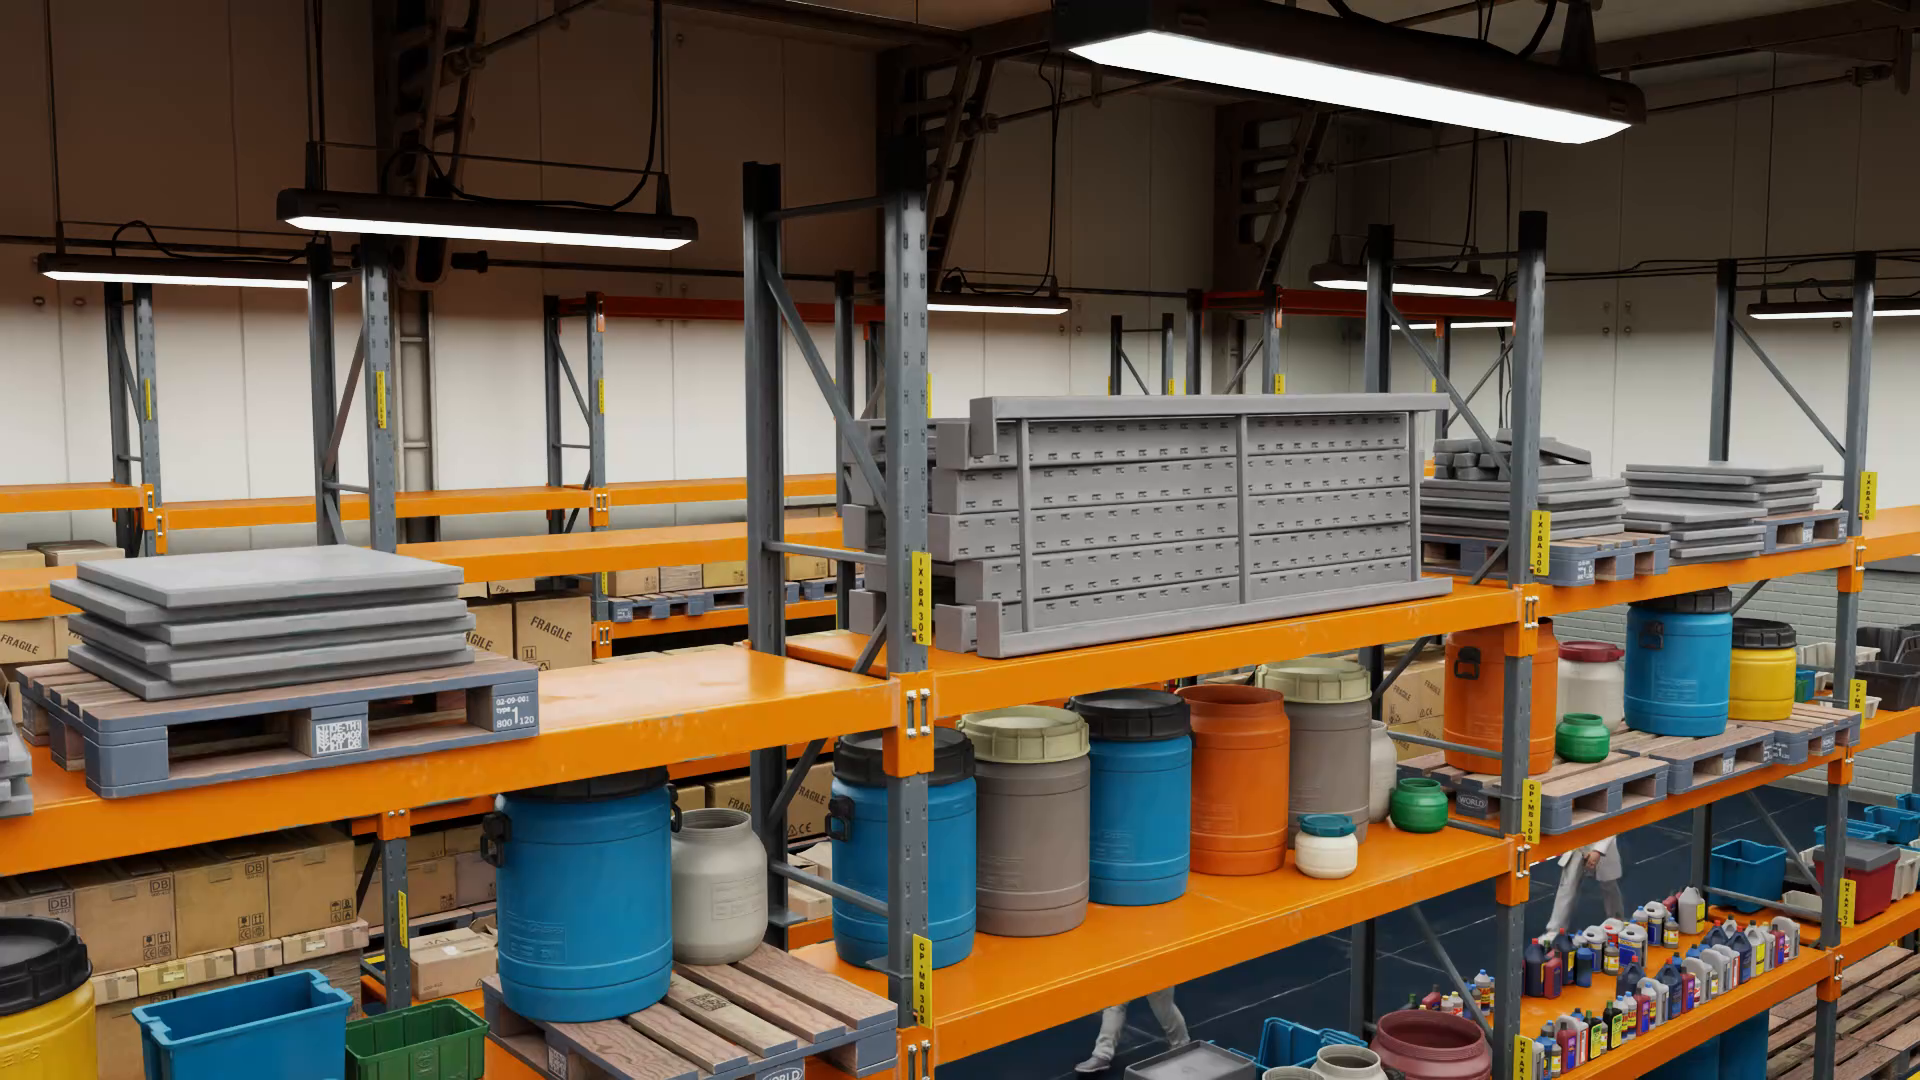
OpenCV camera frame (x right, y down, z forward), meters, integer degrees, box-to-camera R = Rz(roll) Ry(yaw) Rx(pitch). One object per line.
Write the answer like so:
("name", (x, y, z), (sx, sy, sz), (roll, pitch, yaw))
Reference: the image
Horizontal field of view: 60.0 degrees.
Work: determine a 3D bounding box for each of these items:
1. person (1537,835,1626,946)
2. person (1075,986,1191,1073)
("person", (5.730, 2.820, 15.153), (1.108, 1.721, 0.581), (-5, 7, -42))
("person", (1.309, 3.151, 12.378), (0.940, 1.611, 0.501), (-3, 6, -28))
